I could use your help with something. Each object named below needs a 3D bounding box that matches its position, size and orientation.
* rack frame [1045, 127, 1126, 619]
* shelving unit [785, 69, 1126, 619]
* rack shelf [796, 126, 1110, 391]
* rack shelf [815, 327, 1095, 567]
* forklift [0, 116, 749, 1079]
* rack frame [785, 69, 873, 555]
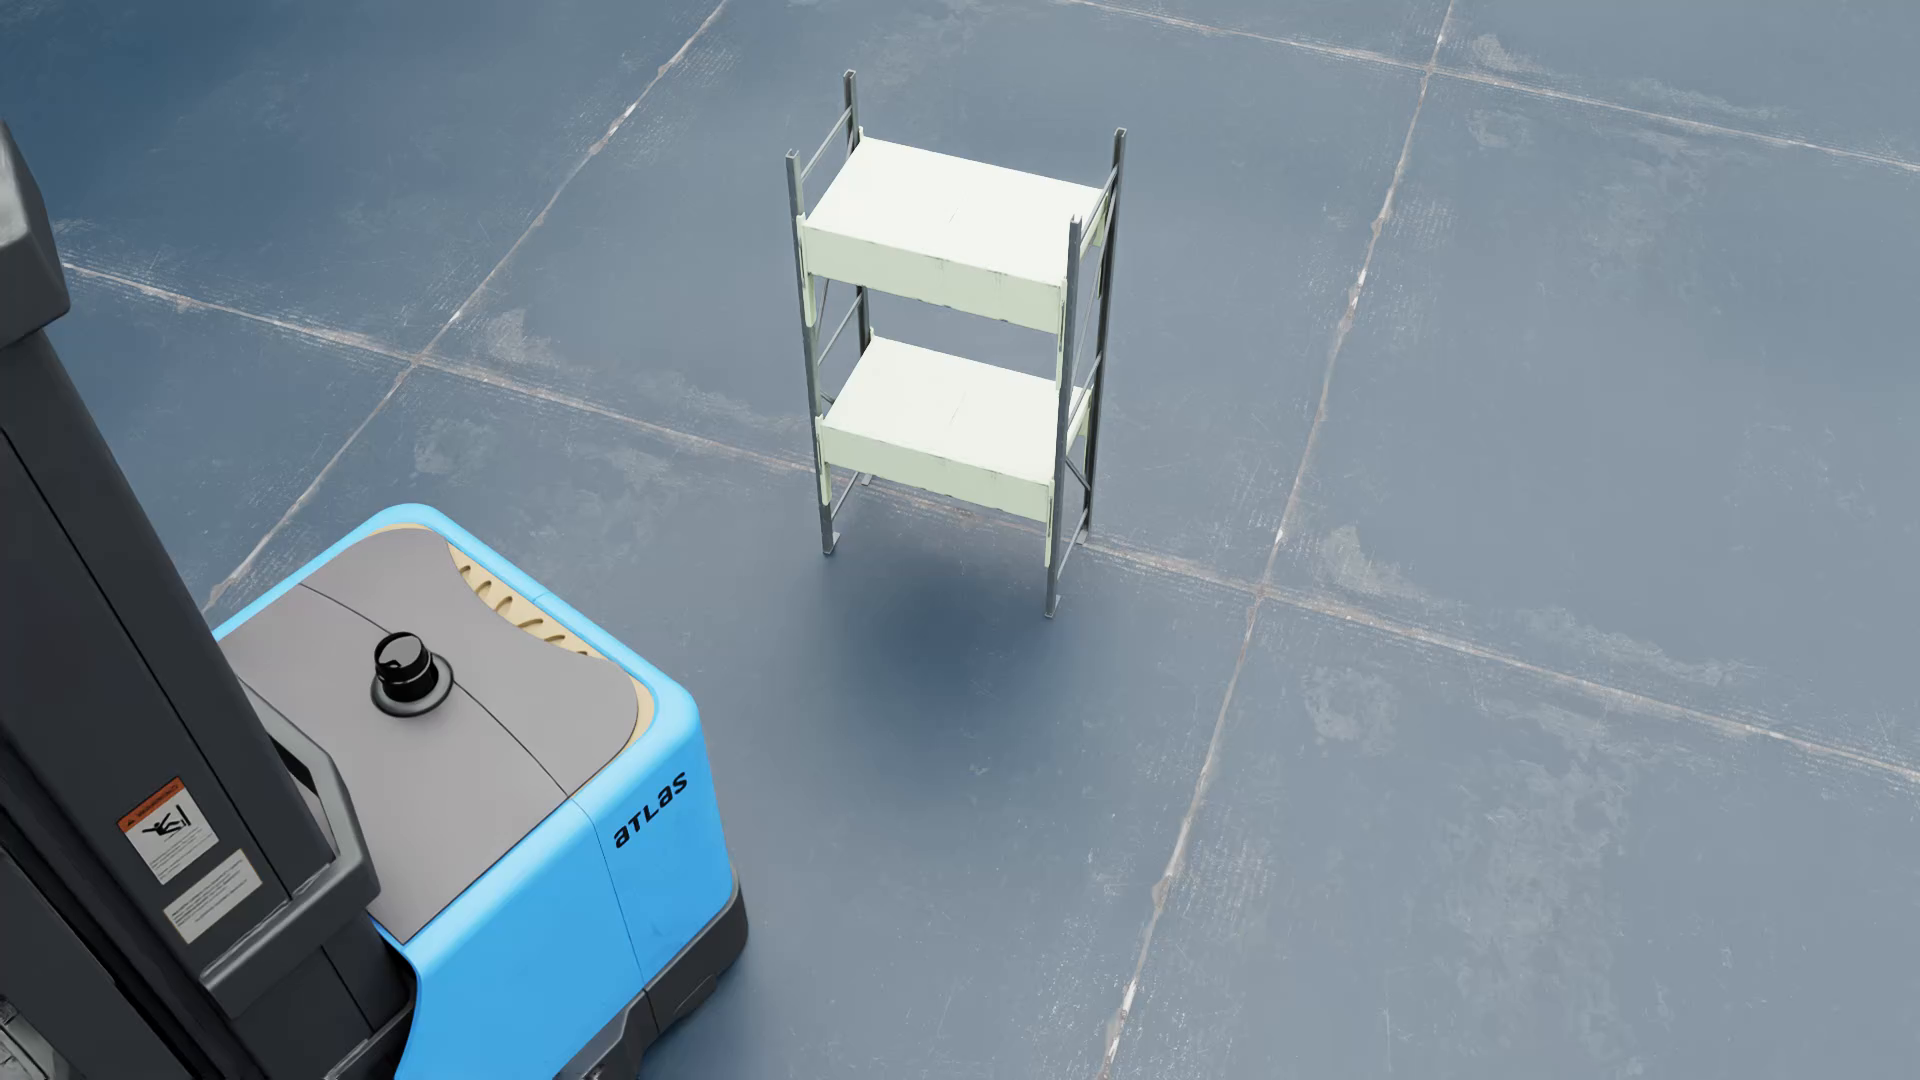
[{"bbox_3d":[0.337,-0.397,4.602,0.023,1.500,0.400,16,51,13],"label":"rack frame"},{"bbox_3d":[-0.006,-0.493,4.685,0.755,1.500,0.431,16,51,13],"label":"shelving unit"},{"bbox_3d":[-0.006,-0.749,4.390,0.720,0.370,0.431,16,51,13],"label":"rack shelf"},{"bbox_3d":[-0.006,-0.279,4.931,0.720,0.370,0.431,16,51,13],"label":"rack shelf"},{"bbox_3d":[-1.862,0.726,2.681,1.130,2.935,3.031,31,56,24],"label":"forklift"},{"bbox_3d":[-0.350,-0.589,4.768,0.023,1.500,0.400,16,51,13],"label":"rack frame"}]
